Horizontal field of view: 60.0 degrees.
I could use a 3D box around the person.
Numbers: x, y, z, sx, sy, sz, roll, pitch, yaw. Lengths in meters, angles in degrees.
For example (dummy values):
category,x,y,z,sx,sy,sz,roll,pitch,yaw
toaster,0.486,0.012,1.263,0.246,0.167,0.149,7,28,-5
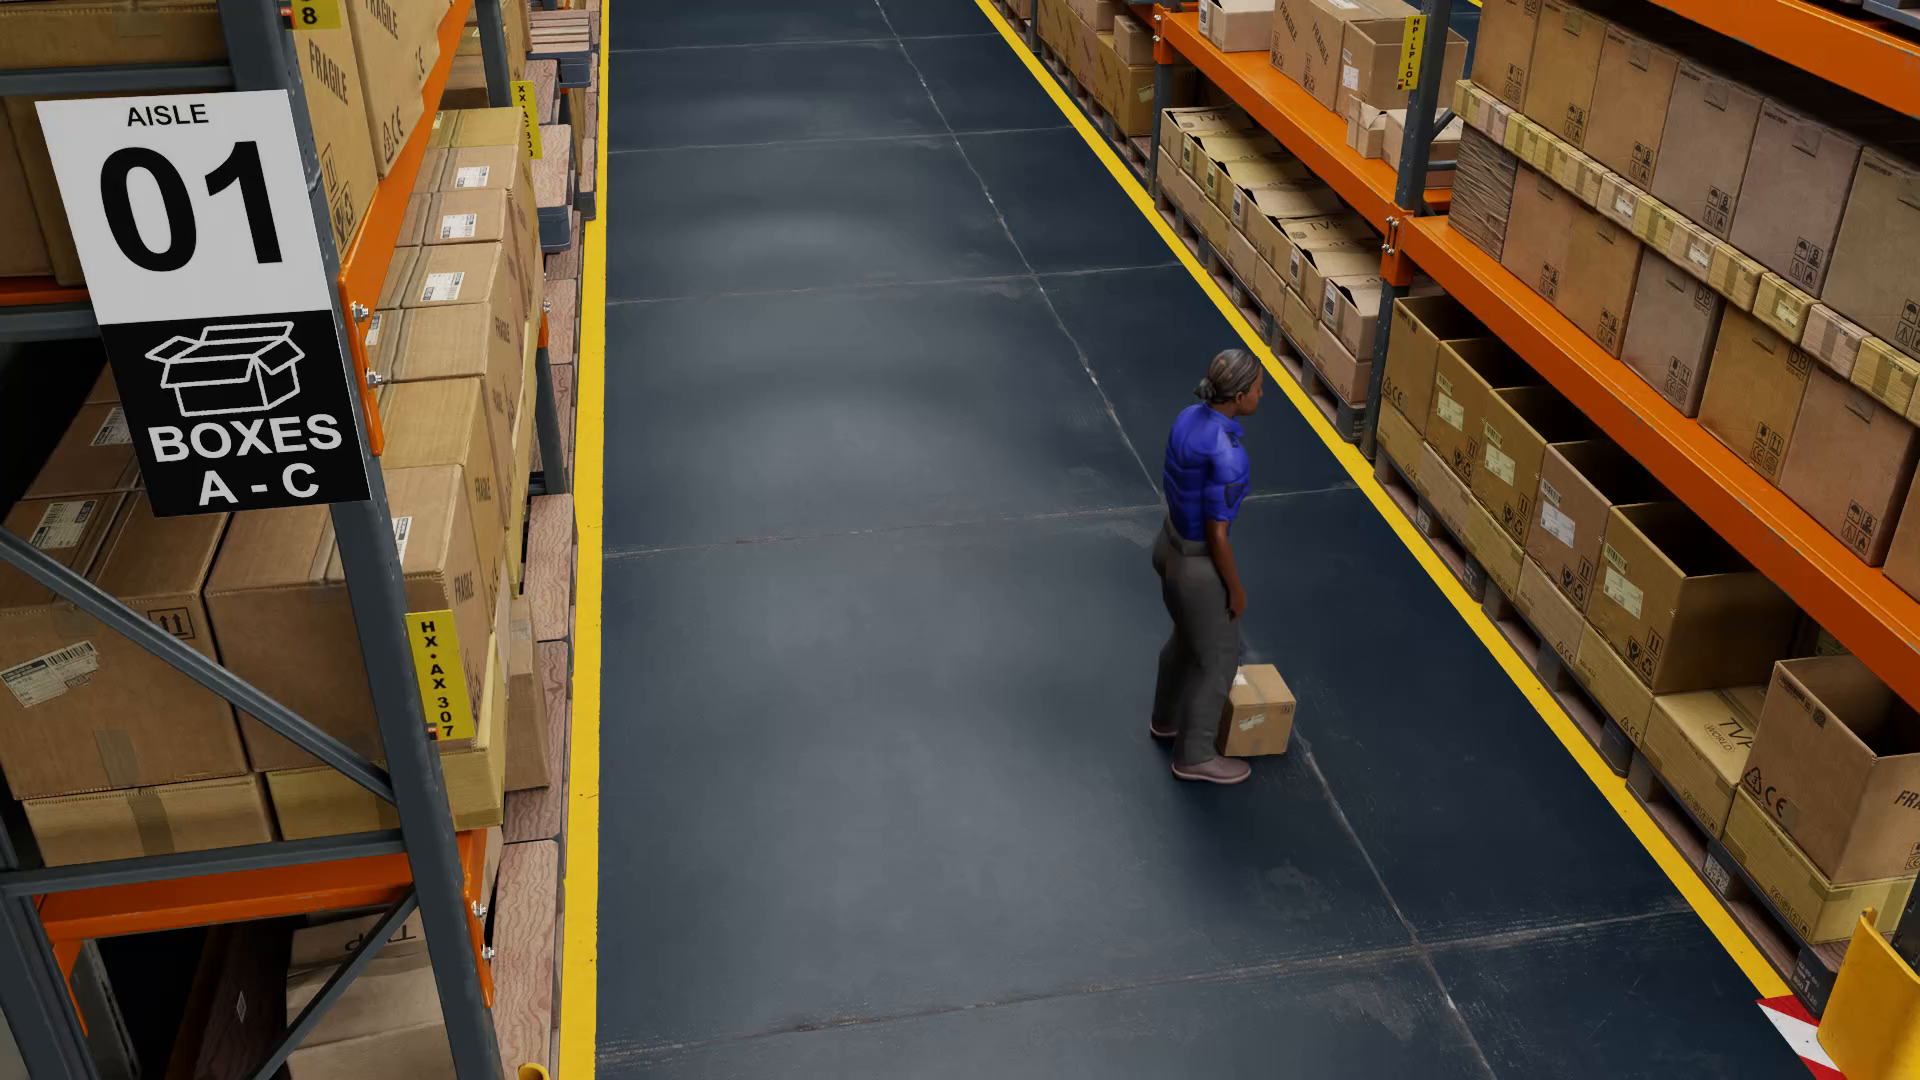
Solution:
category,x,y,z,sx,sy,sz,roll,pitch,yaw
person,0.883,0.090,5.985,0.343,1.656,0.503,-6,31,-10
